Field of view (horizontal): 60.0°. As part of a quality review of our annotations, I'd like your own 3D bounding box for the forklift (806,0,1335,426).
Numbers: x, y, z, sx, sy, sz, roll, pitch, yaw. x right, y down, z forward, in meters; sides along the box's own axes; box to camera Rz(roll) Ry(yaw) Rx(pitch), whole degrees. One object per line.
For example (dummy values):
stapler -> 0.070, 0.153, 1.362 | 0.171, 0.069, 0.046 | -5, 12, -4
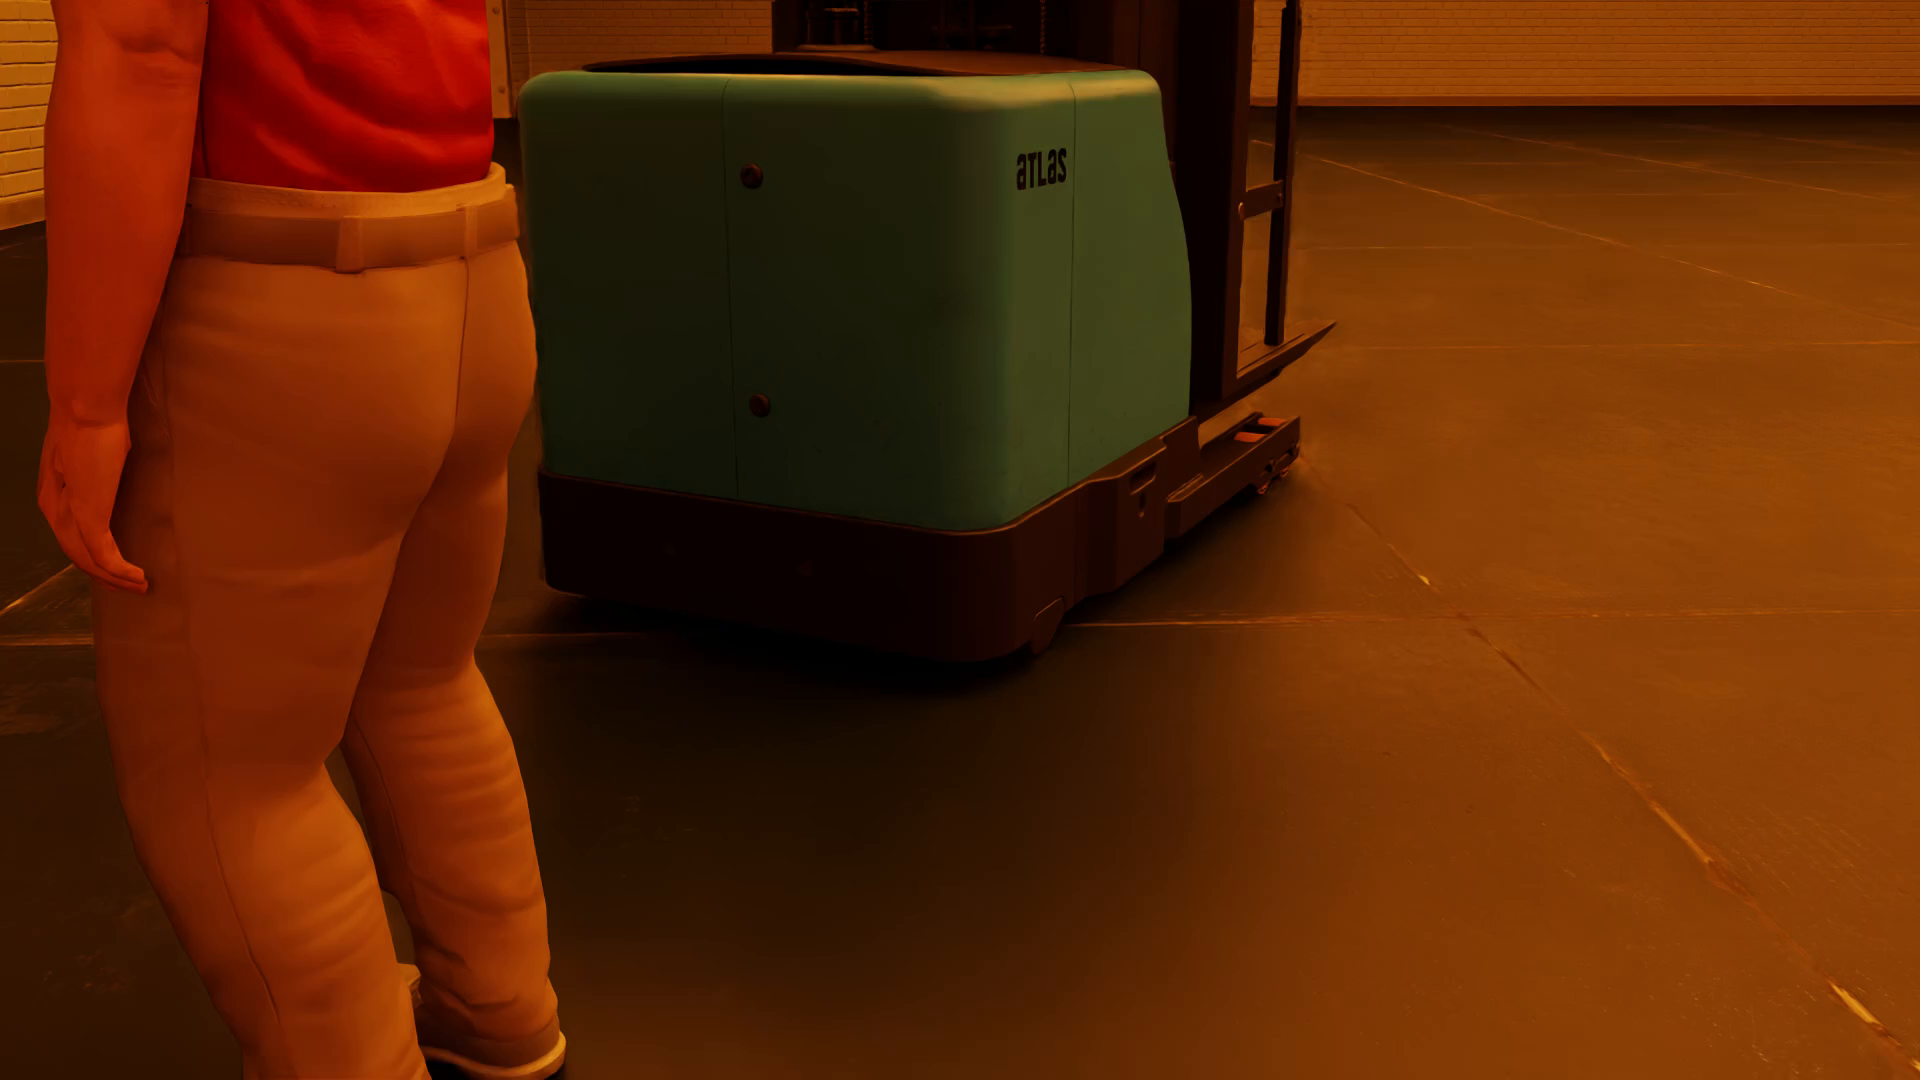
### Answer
forklift -> 0.293, -1.558, 4.109 | 1.101, 2.867, 2.884 | 8, 19, 26
